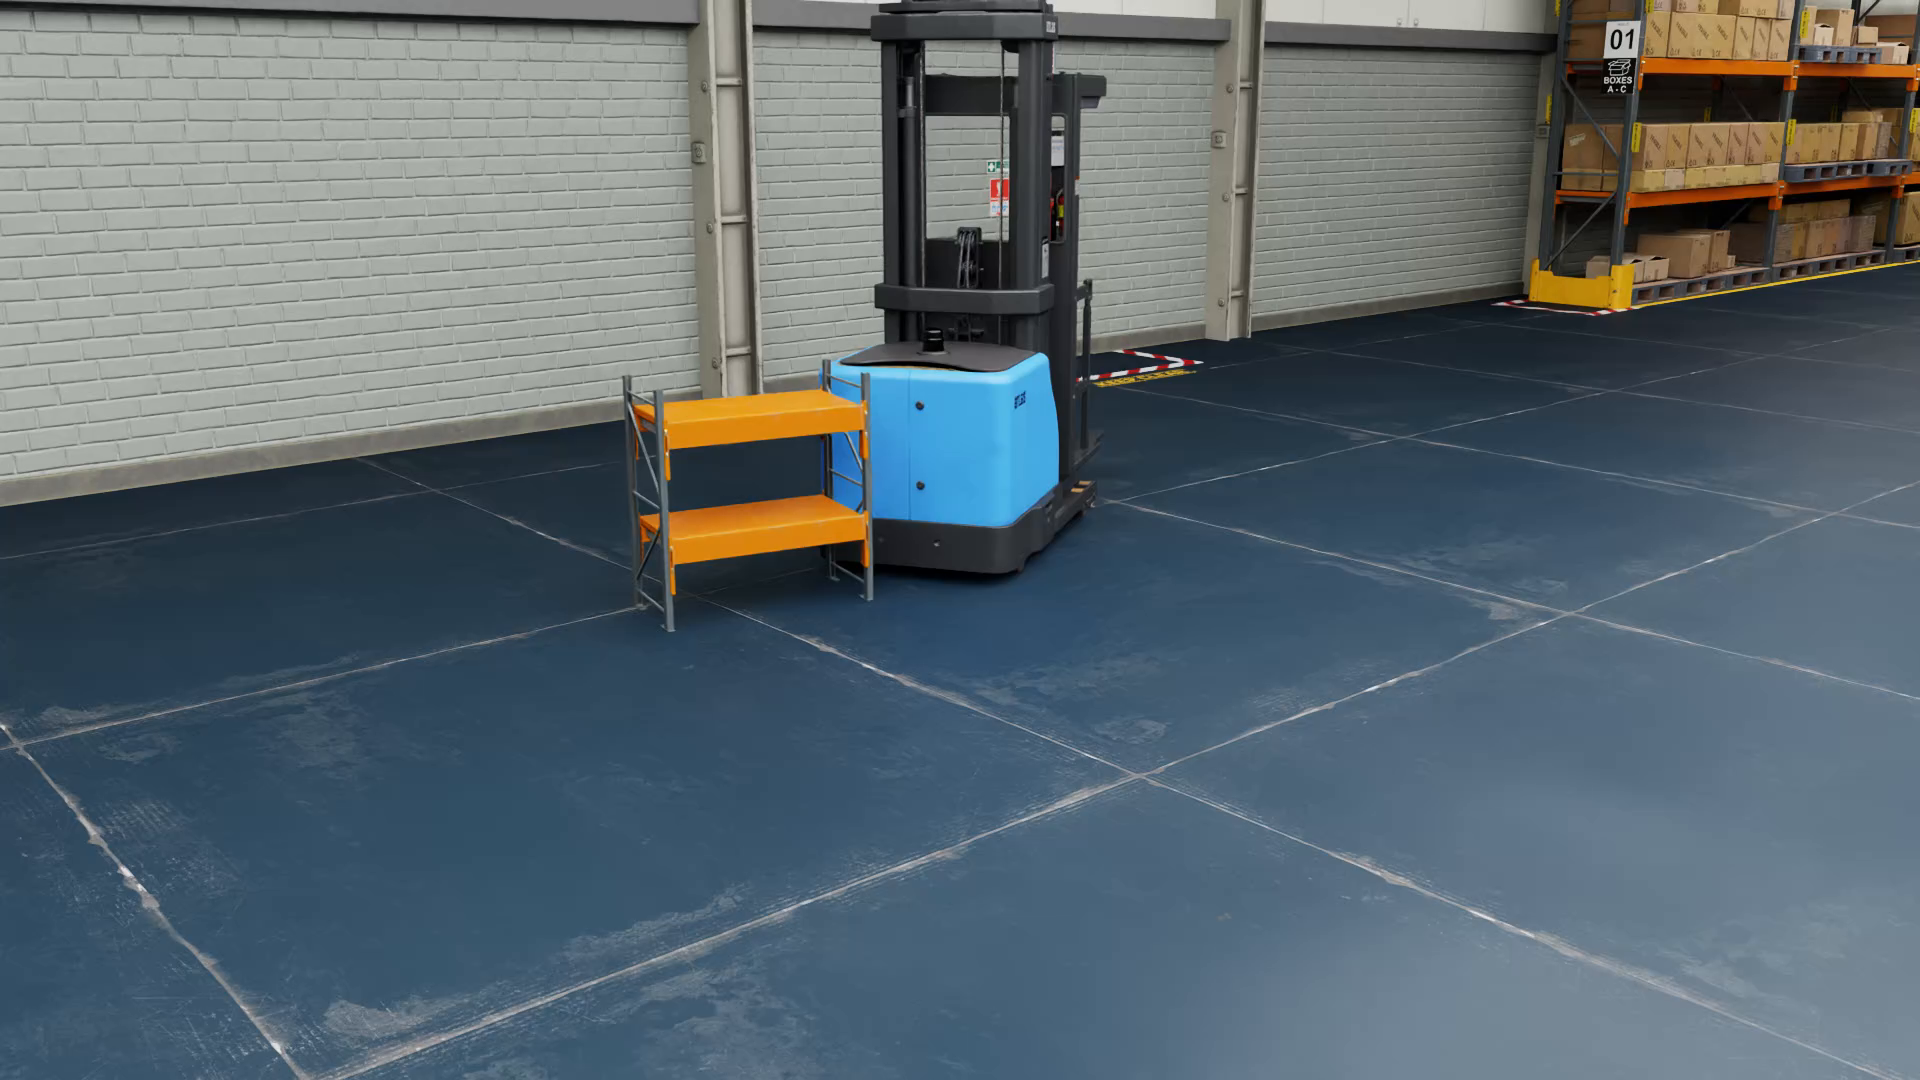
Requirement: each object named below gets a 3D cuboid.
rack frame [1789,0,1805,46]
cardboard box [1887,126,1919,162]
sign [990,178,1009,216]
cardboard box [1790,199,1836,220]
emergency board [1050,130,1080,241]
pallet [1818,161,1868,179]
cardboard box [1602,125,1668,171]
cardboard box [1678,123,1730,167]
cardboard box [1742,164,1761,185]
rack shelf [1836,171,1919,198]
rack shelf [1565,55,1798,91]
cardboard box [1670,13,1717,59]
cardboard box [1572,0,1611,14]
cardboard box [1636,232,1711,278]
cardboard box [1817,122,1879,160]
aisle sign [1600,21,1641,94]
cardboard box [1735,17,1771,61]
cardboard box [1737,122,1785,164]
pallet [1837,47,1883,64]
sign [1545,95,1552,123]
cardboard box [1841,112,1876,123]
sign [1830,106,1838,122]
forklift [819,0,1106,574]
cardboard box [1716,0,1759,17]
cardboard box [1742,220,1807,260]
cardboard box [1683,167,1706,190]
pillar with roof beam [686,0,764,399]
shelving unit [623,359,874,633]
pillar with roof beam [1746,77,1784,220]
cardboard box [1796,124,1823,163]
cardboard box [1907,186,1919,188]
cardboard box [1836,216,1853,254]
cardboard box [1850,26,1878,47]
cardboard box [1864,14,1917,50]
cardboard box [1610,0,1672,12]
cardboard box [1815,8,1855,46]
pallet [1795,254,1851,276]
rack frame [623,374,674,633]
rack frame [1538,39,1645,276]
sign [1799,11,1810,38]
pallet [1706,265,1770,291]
[{"bbox_3d":[10.310,-7.820,21.090,0.127,3.000,1.000,-13,19,-39],"label":"rack frame"},{"bbox_3d":[13.862,-5.834,24.469,0.500,0.500,0.500,-12,19,-38],"label":"cardboard box"},{"bbox_3d":[0.353,-3.047,14.777,0.234,0.329,0.001,-13,19,-39],"label":"sign"},{"bbox_3d":[11.963,-4.662,23.430,0.500,0.250,0.500,-13,20,-40],"label":"cardboard box"},{"bbox_3d":[0.837,-3.104,15.057,0.643,1.169,0.194,-13,19,-39],"label":"emergency board"},{"bbox_3d":[11.861,-5.164,23.141,1.213,0.211,1.003,-13,19,-39],"label":"pallet"},{"bbox_3d":[7.850,-4.566,19.331,0.500,0.500,0.500,-13,19,-39],"label":"cardboard box"},{"bbox_3d":[9.005,-4.824,20.296,0.500,0.500,0.500,-12,19,-38],"label":"cardboard box"},{"bbox_3d":[9.771,-4.637,21.050,0.500,0.250,0.500,-13,19,-39],"label":"cardboard box"},{"bbox_3d":[14.836,-5.591,25.762,4.000,0.370,1.077,-13,19,-39],"label":"rack shelf"},{"bbox_3d":[8.801,-5.685,20.302,4.000,0.370,1.077,-13,19,-39],"label":"rack shelf"},{"bbox_3d":[8.527,-5.932,19.601,0.500,0.500,0.500,-12,19,-37],"label":"cardboard box"},{"bbox_3d":[7.446,-6.359,19.260,0.500,0.500,0.500,-12,19,-37],"label":"cardboard box"},{"bbox_3d":[8.890,-3.560,20.757,0.500,0.500,0.700,-14,21,-43],"label":"cardboard box"},{"bbox_3d":[12.576,-5.679,23.652,0.700,0.500,0.500,14,20,42],"label":"cardboard box"},{"bbox_3d":[7.435,-5.430,18.728,0.004,0.787,0.394,-13,19,-39],"label":"aisle sign"},{"bbox_3d":[9.702,-6.212,20.650,0.500,0.500,0.500,14,20,42],"label":"cardboard box"},{"bbox_3d":[10.157,-5.081,21.259,0.500,0.500,0.500,-13,20,-39],"label":"cardboard box"},{"bbox_3d":[11.626,-6.541,22.475,1.003,0.211,1.213,-13,19,-39],"label":"pallet"},{"bbox_3d":[6.943,-5.068,19.554,0.005,0.325,0.100,-13,19,-39],"label":"sign"},{"bbox_3d":[12.854,-6.052,23.792,0.380,0.149,0.250,12,19,38],"label":"cardboard box"},{"bbox_3d":[12.961,-6.266,24.654,0.005,0.325,0.100,-13,19,-39],"label":"sign"},{"bbox_3d":[0.191,-1.584,9.500,1.130,2.935,3.031,5,16,17],"label":"forklift"},{"bbox_3d":[9.317,-6.589,20.123,0.500,0.500,0.500,-14,20,-41],"label":"cardboard box"},{"bbox_3d":[11.211,-4.152,22.973,0.500,0.500,0.700,-13,20,-40],"label":"cardboard box"},{"bbox_3d":[8.640,-4.378,20.081,0.500,0.250,0.500,-13,20,-40],"label":"cardboard box"},{"bbox_3d":[1.026,-4.559,8.880,0.400,9.000,9.100,-13,19,-39],"label":"pillar with roof beam"},{"bbox_3d":[-1.002,-0.237,7.958,1.048,1.125,0.538,-8,17,-27],"label":"shelving unit"},{"bbox_3d":[14.605,-7.608,20.295,0.400,9.000,9.100,-13,19,-39],"label":"pillar with roof beam"},{"bbox_3d":[11.143,-5.356,22.442,0.500,0.500,0.700,-10,18,-34],"label":"cardboard box"},{"bbox_3d":[15.272,-5.155,26.088,0.750,0.750,0.750,-12,19,-38],"label":"cardboard box"},{"bbox_3d":[12.354,-4.408,23.930,0.500,0.500,0.700,-13,20,-39],"label":"cardboard box"},{"bbox_3d":[12.289,-6.907,23.243,0.637,0.503,0.797,-9,18,-32],"label":"cardboard box"},{"bbox_3d":[13.649,-7.401,24.288,0.700,0.500,0.500,14,21,43],"label":"cardboard box"},{"bbox_3d":[7.743,-6.253,18.863,0.500,0.500,0.500,14,21,43],"label":"cardboard box"},{"bbox_3d":[11.706,-6.908,22.481,0.500,0.500,0.500,-14,20,-41],"label":"cardboard box"},{"bbox_3d":[11.817,-3.915,23.497,1.213,0.211,1.003,-13,19,-39],"label":"pallet"},{"bbox_3d":[-1.449,-0.175,7.725,0.032,1.125,0.500,-8,17,-27],"label":"rack frame"},{"bbox_3d":[7.293,-4.244,19.327,0.127,3.000,1.000,-13,19,-39],"label":"rack frame"},{"bbox_3d":[10.672,-6.517,21.020,0.005,0.325,0.100,-13,19,-39],"label":"sign"},{"bbox_3d":[9.827,-3.454,21.772,1.213,0.211,1.003,-13,19,-39],"label":"pallet"}]
